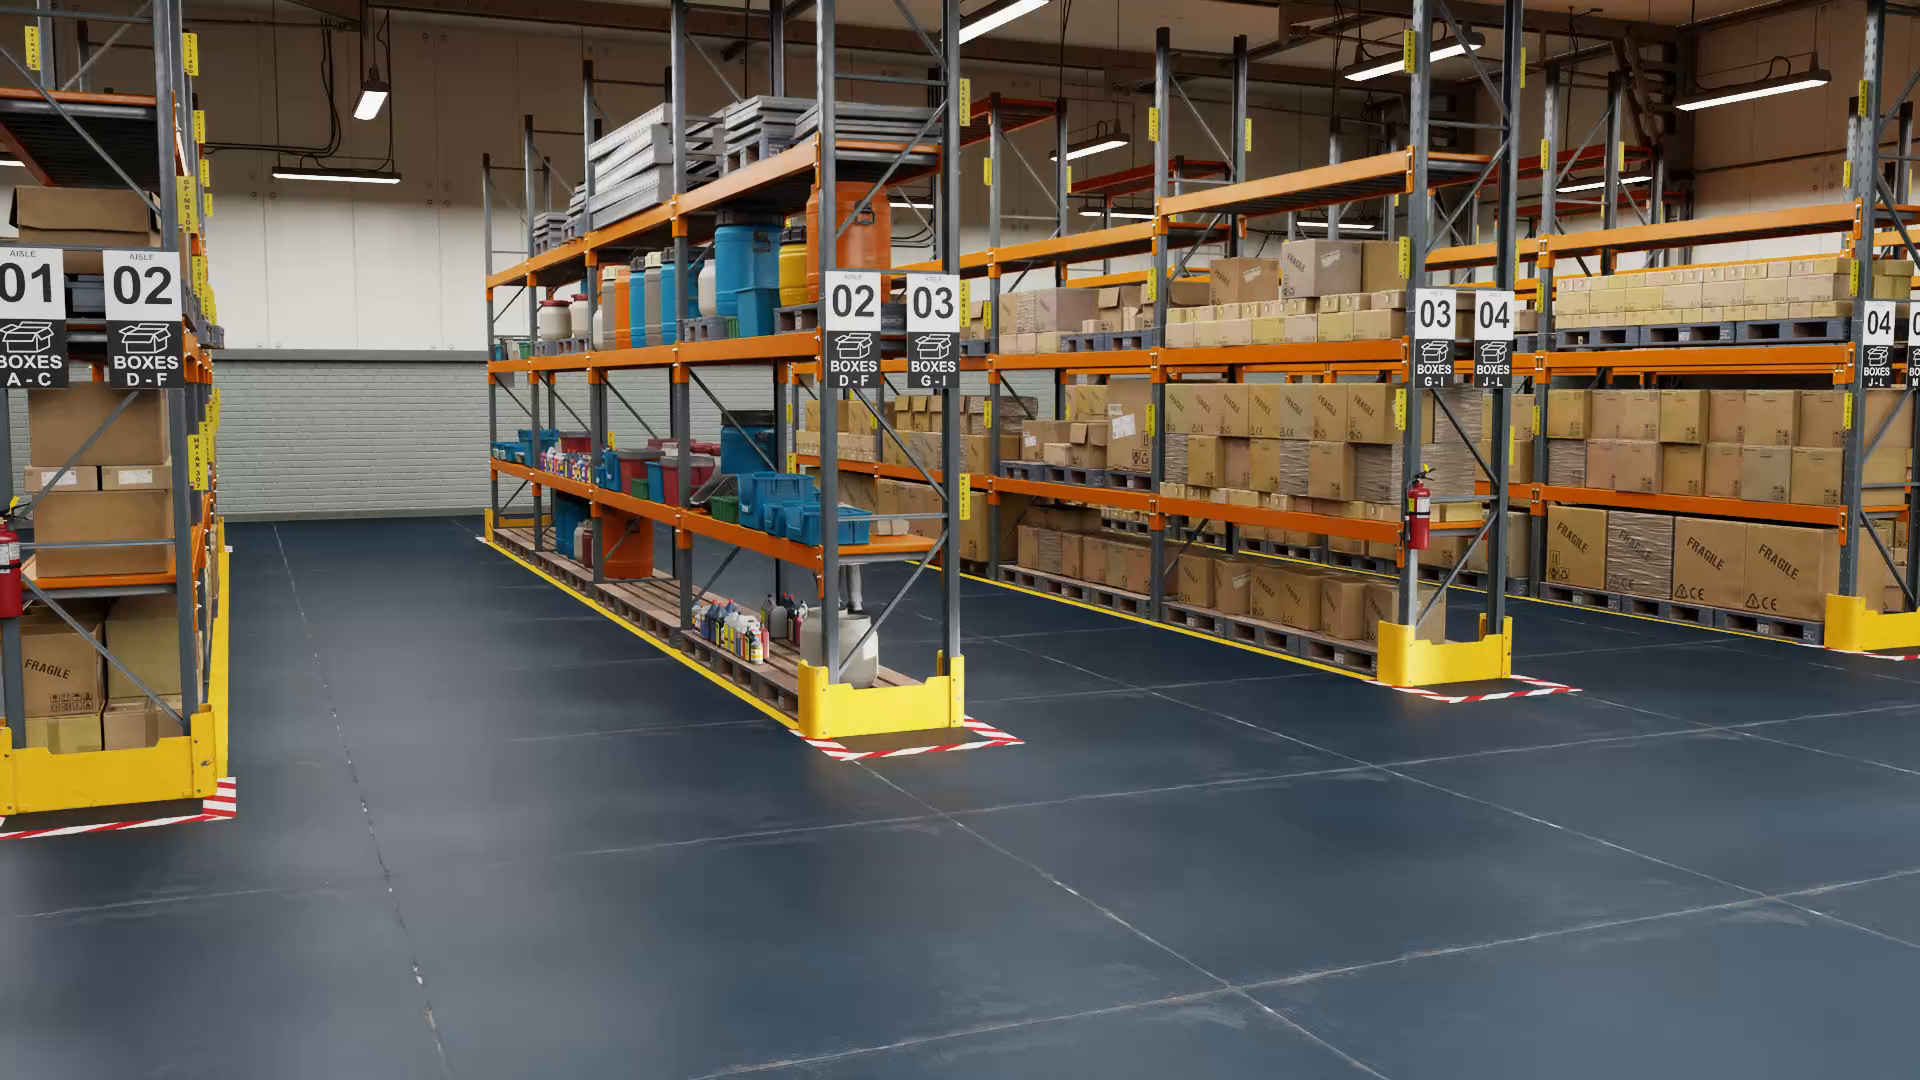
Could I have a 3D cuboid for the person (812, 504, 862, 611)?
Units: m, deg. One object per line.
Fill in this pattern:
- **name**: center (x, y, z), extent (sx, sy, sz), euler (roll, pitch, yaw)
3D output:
- **person**: center (-1.354, 0.172, 18.186), extent (0.583, 1.162, 0.934), euler (-3, 6, -26)
